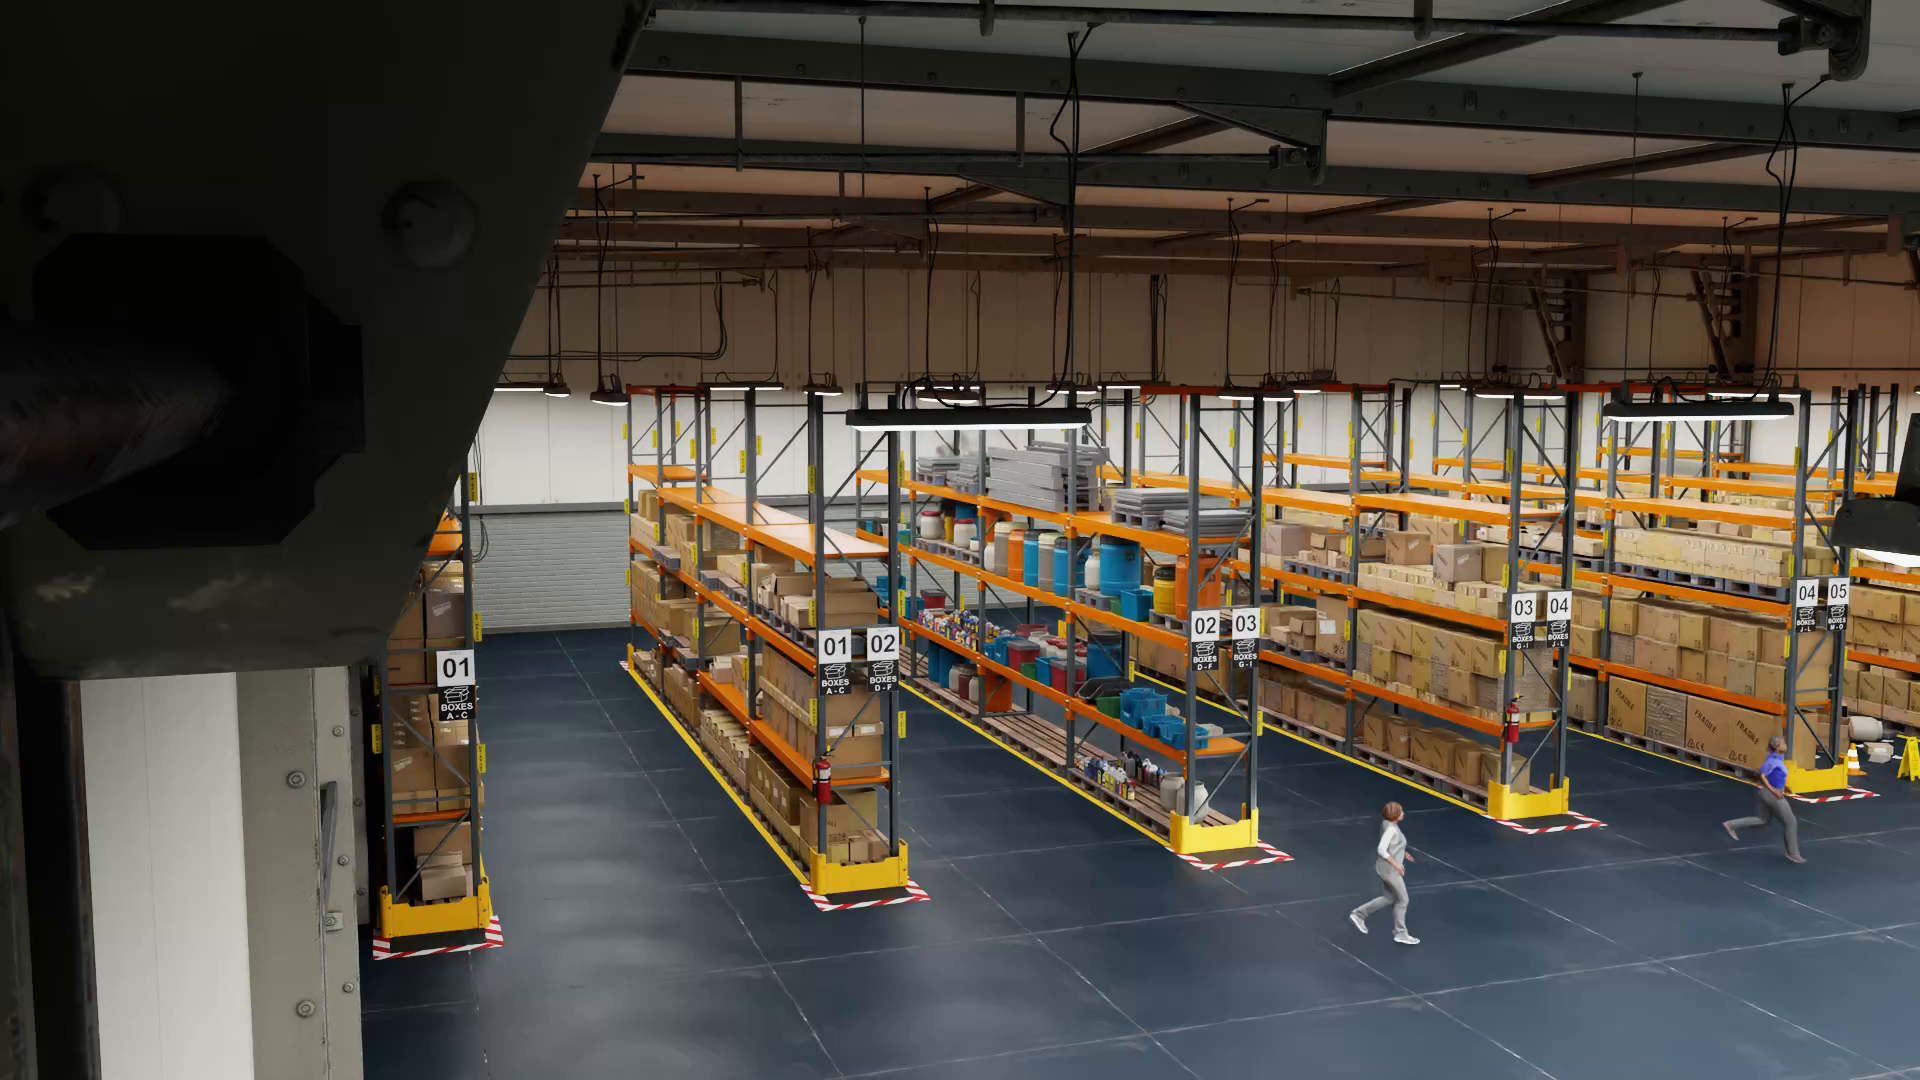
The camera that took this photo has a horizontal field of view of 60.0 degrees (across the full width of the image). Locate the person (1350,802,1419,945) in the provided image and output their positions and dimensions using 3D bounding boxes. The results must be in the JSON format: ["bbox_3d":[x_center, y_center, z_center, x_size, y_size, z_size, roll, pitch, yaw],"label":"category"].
[{"bbox_3d":[4.691,3.661,18.290,0.750,1.572,0.558,1,6,6],"label":"person"}]

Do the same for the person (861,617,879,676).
[{"bbox_3d":[-1.525,2.219,29.120,0.627,1.835,0.805,-4,7,-32],"label":"person"}]

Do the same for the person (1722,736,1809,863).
[{"bbox_3d":[10.425,3.337,21.449,1.032,1.660,0.545,1,6,12],"label":"person"}]
